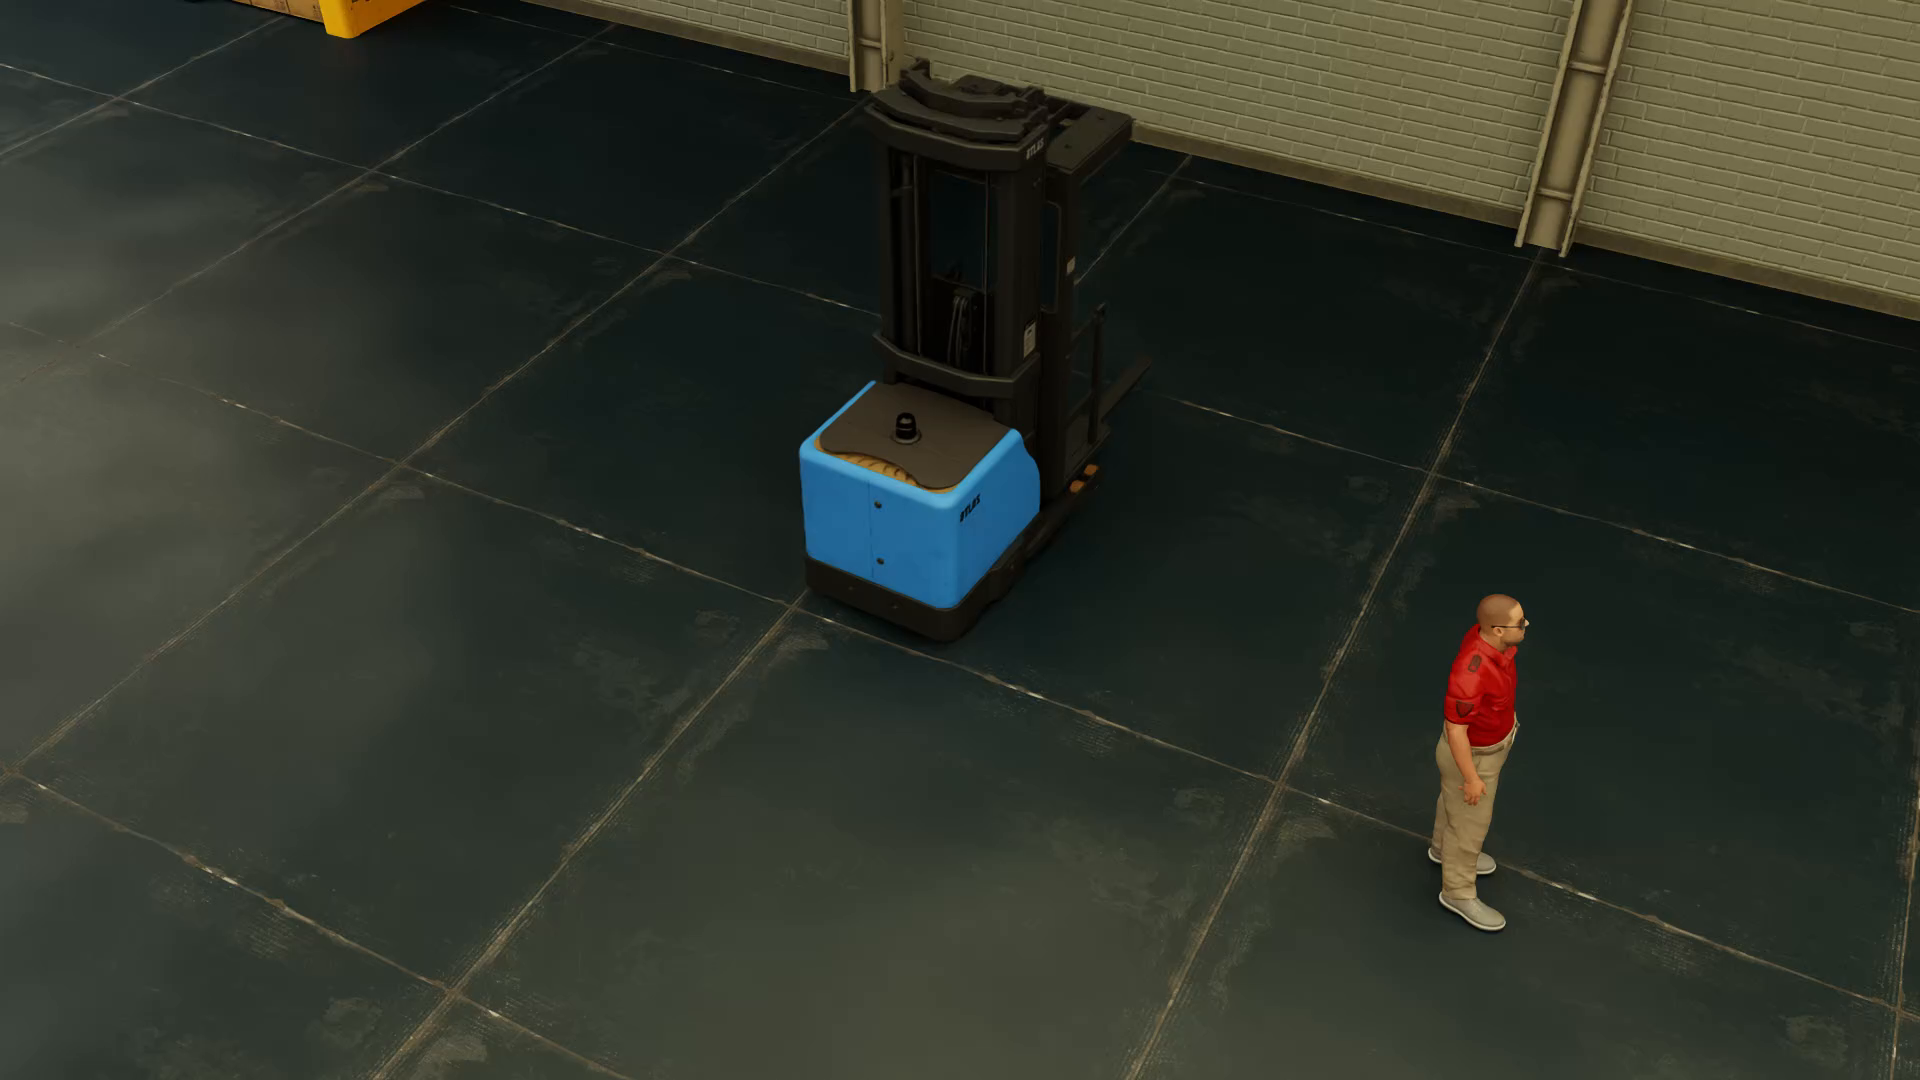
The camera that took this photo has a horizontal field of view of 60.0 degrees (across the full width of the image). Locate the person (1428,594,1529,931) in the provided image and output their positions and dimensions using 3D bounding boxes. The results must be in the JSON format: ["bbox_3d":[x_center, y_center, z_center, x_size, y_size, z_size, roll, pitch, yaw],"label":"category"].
[{"bbox_3d":[2.484,0.986,7.738,0.551,1.727,0.640,16,43,19],"label":"person"}]

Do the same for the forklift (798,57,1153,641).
[{"bbox_3d":[0.268,-1.474,9.736,1.130,2.935,3.031,21,44,23],"label":"forklift"}]
